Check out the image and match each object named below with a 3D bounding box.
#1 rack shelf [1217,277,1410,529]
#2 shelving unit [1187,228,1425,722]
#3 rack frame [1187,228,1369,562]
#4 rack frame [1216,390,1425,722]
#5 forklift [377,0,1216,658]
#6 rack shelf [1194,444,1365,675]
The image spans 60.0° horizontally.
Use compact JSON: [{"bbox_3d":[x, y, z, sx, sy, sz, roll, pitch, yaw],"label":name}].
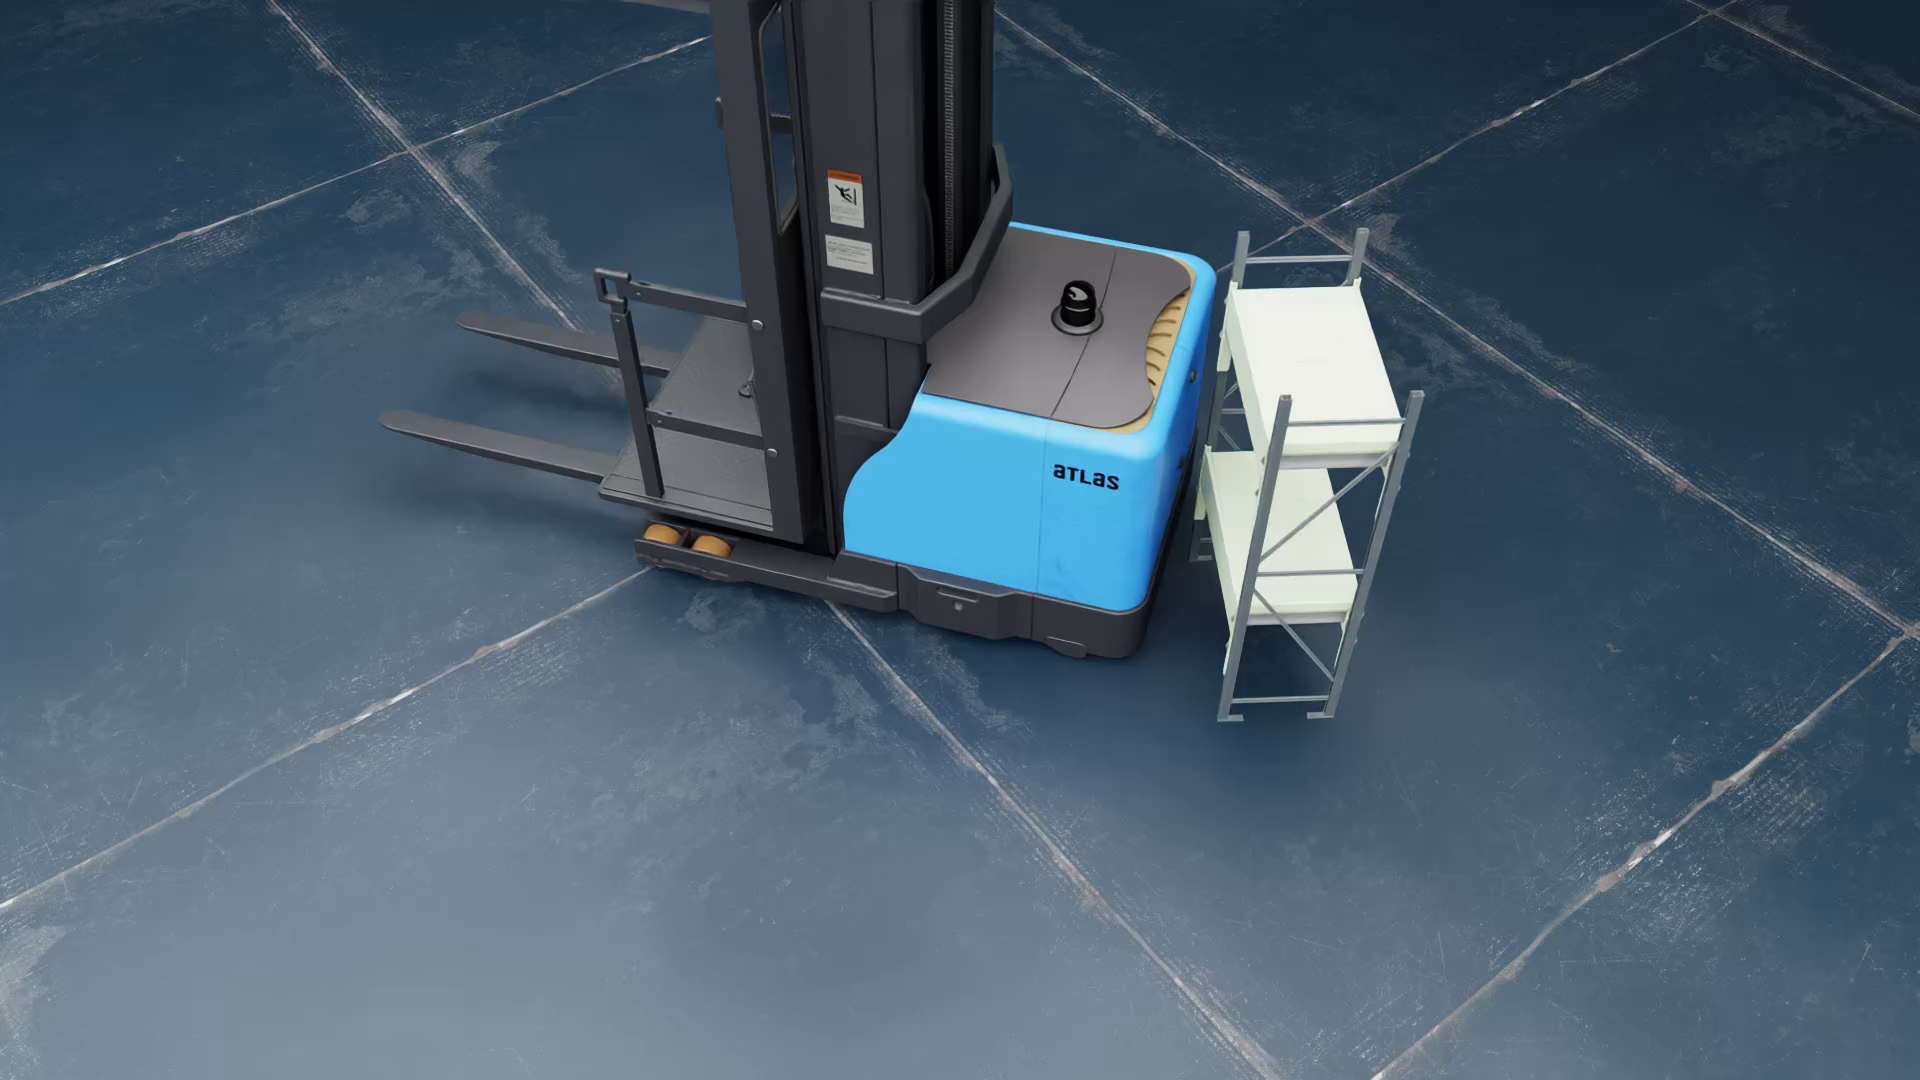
[{"bbox_3d":[1.065,-0.429,5.099,0.431,0.370,0.720,-2,48,-2],"label":"rack shelf"},{"bbox_3d":[1.064,-0.166,5.388,0.431,1.500,0.755,-2,48,-2],"label":"shelving unit"},{"bbox_3d":[1.048,-0.437,5.634,0.400,1.500,0.023,-2,48,-2],"label":"rack frame"},{"bbox_3d":[1.080,0.105,5.142,0.400,1.500,0.023,-2,48,-2],"label":"rack frame"},{"bbox_3d":[-0.686,-1.201,5.360,3.031,2.935,1.130,13,49,11],"label":"forklift"},{"bbox_3d":[1.064,0.053,5.629,0.431,0.370,0.720,-2,48,-2],"label":"rack shelf"}]
